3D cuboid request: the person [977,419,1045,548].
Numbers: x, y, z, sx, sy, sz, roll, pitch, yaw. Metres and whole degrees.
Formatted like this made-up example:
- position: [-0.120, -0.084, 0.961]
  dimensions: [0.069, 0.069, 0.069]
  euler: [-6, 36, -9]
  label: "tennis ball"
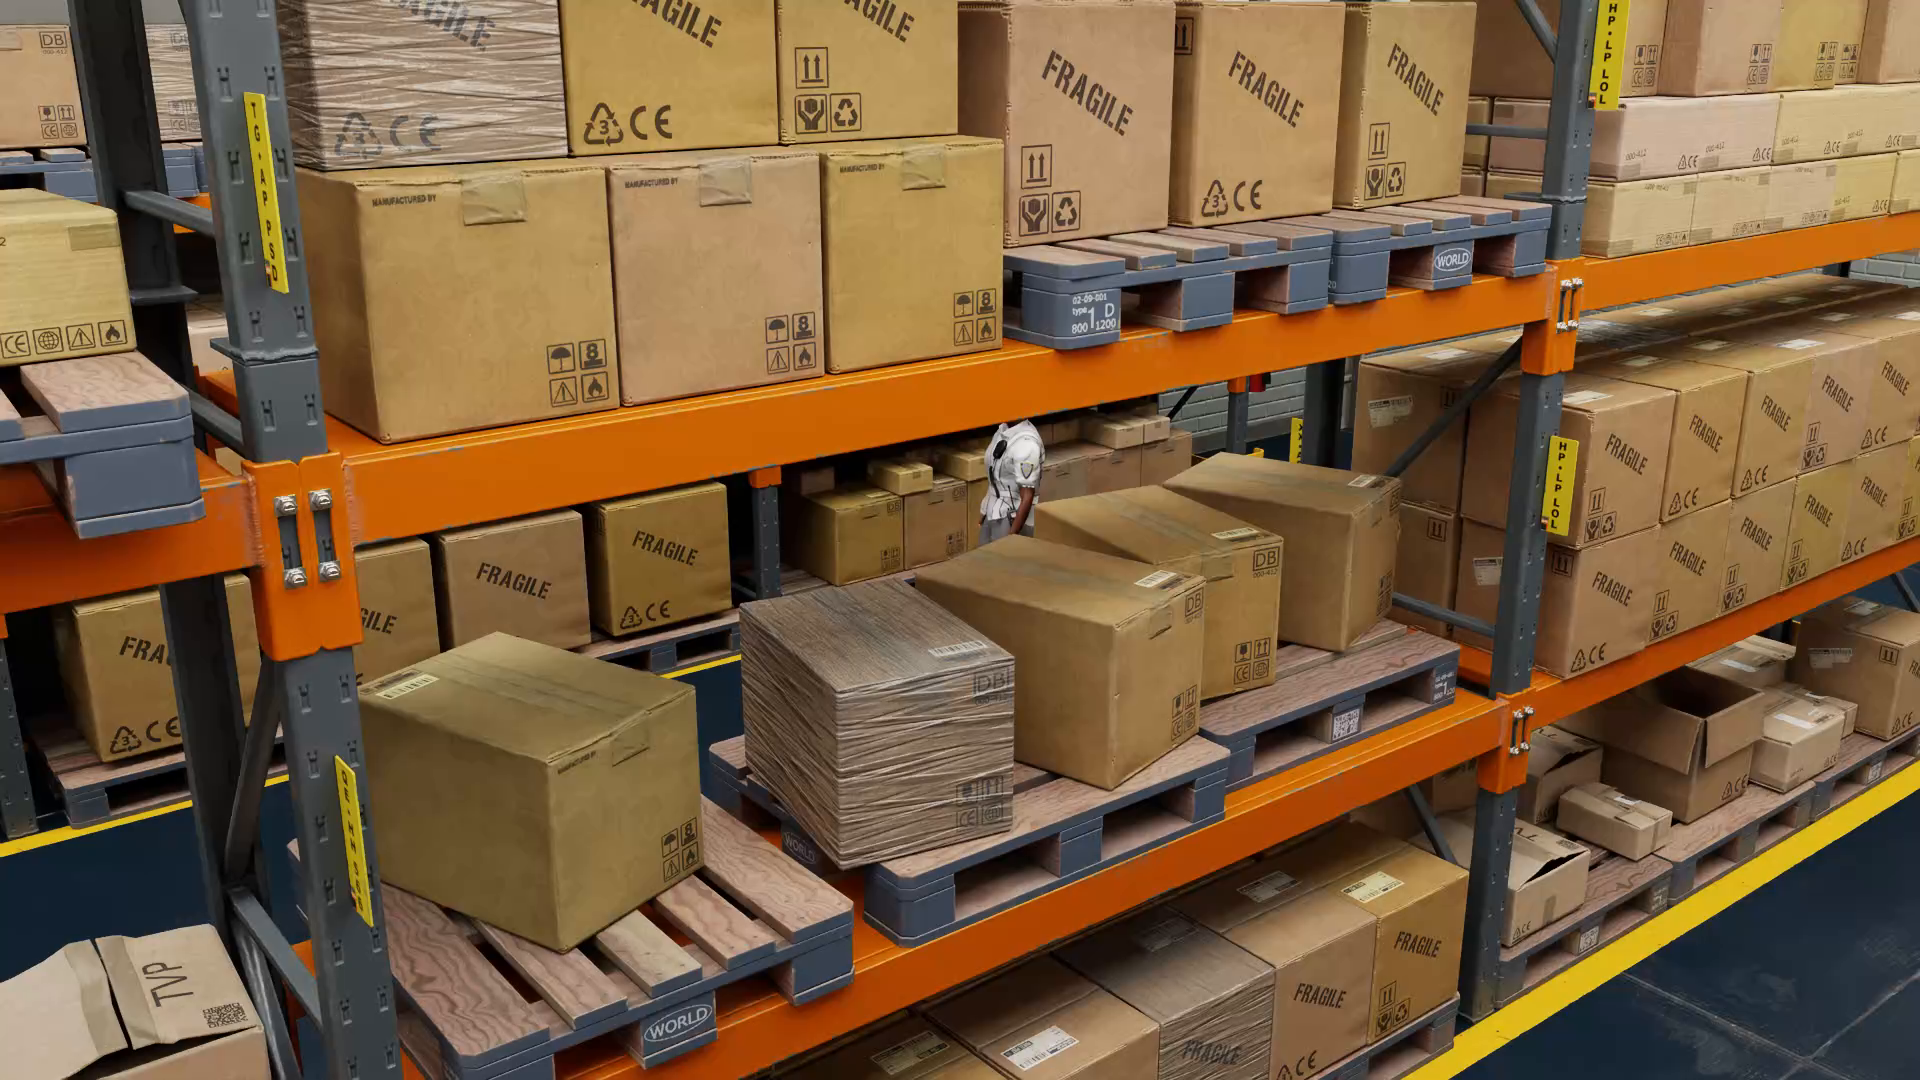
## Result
- position: [0.192, -0.090, 9.247]
  dimensions: [0.529, 1.695, 0.570]
  euler: [-4, 18, -12]
  label: "person"
